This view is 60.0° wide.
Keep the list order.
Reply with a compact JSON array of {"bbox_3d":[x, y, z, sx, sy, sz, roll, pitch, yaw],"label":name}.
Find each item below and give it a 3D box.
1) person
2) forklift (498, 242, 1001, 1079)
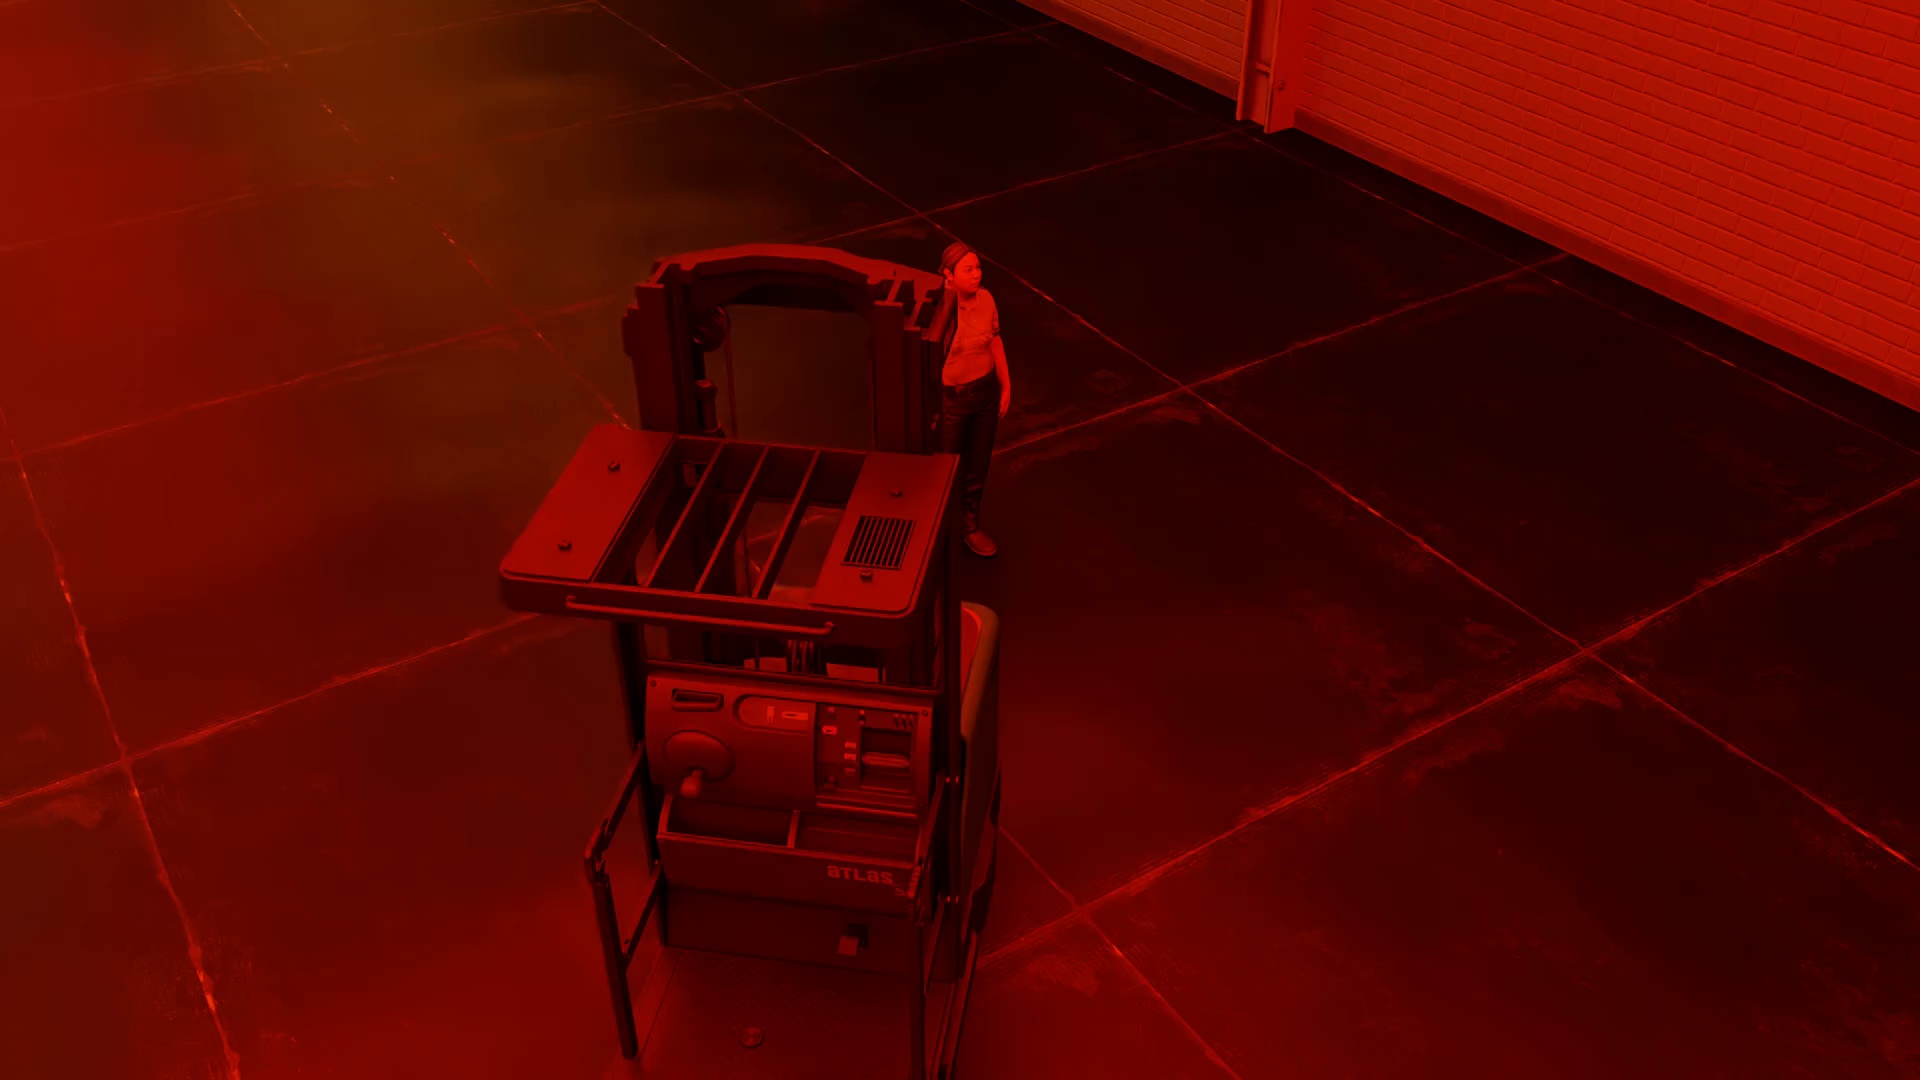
[{"bbox_3d":[0.030,-0.630,8.148,0.599,1.650,0.503,-21,40,-27],"label":"person"},{"bbox_3d":[-0.581,0.720,5.123,1.130,2.935,3.031,5,35,8],"label":"forklift"}]
